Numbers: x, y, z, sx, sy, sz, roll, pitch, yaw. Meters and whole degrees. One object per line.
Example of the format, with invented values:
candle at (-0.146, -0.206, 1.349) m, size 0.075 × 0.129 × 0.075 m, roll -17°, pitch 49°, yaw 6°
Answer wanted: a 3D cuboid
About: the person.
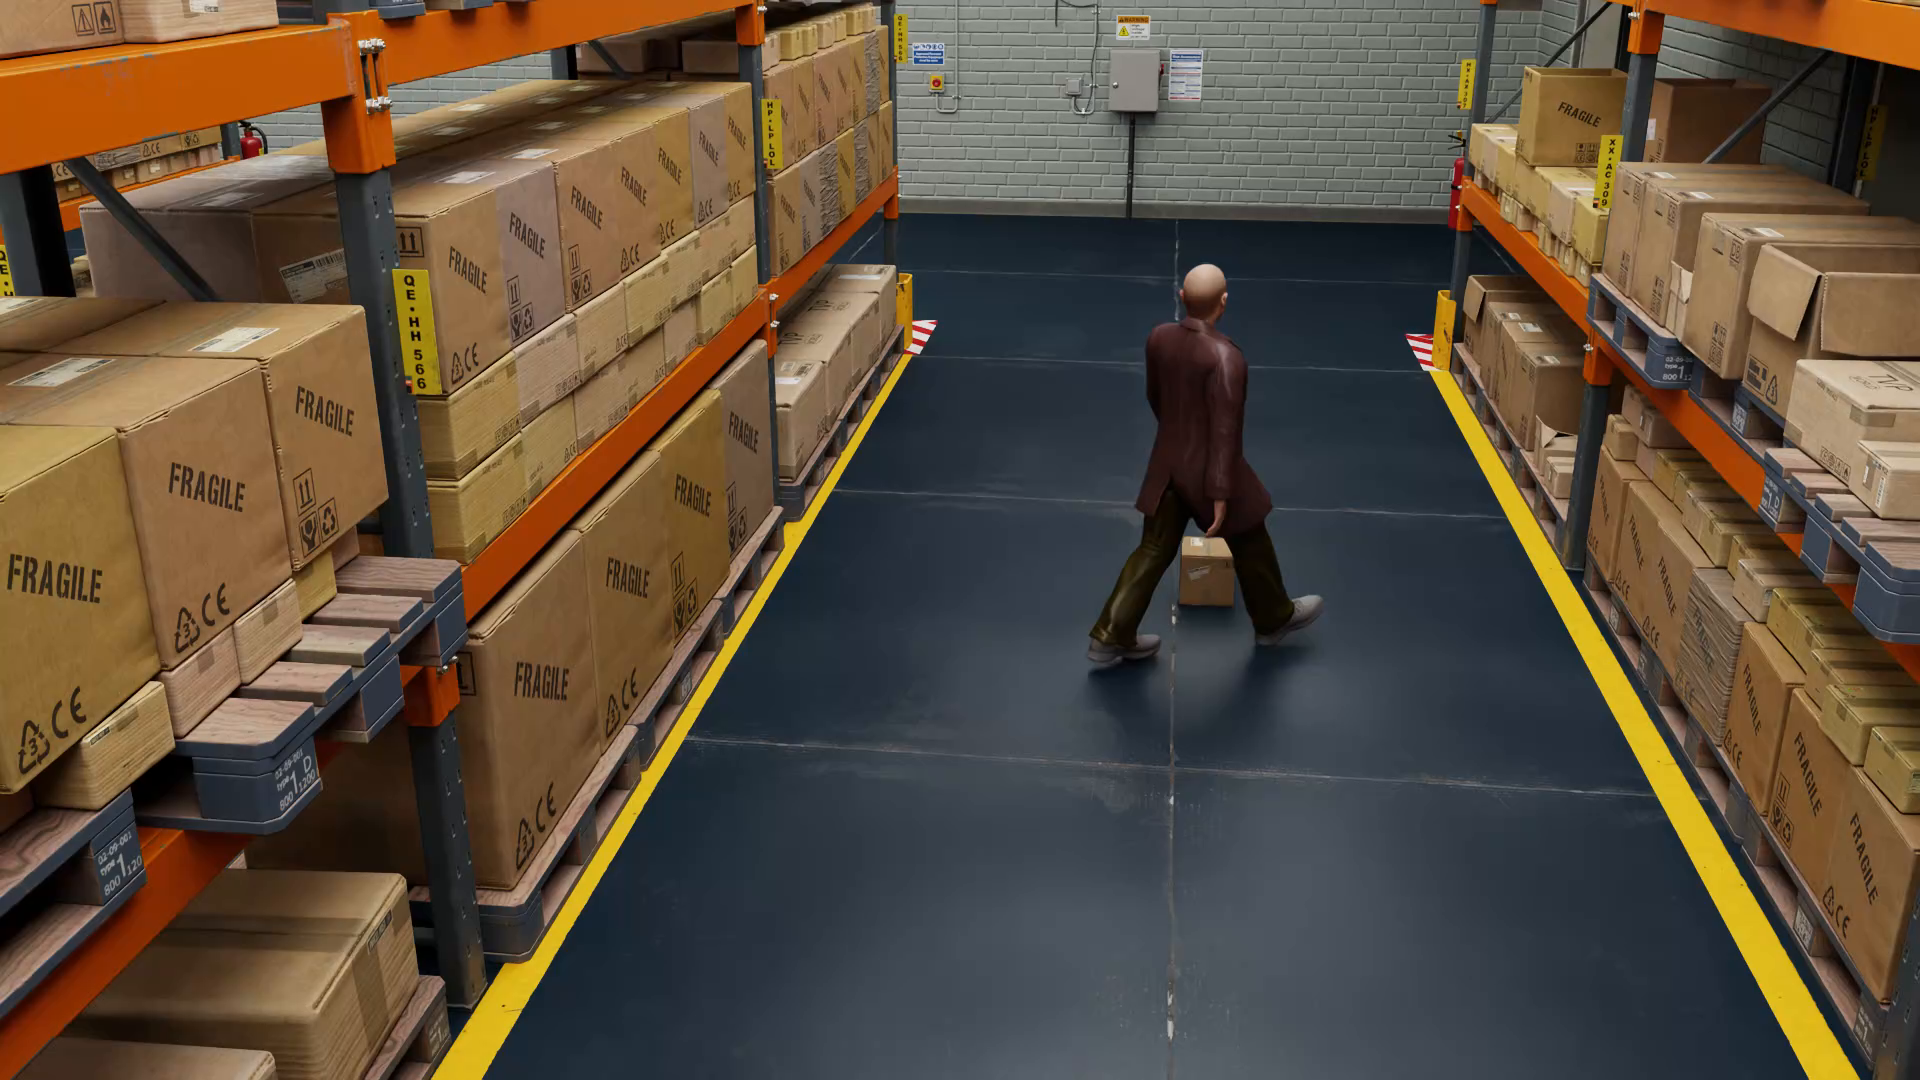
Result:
person at (1.072, -0.326, 7.004) m, size 1.115 × 1.719 × 0.619 m, roll -16°, pitch 26°, yaw -36°
